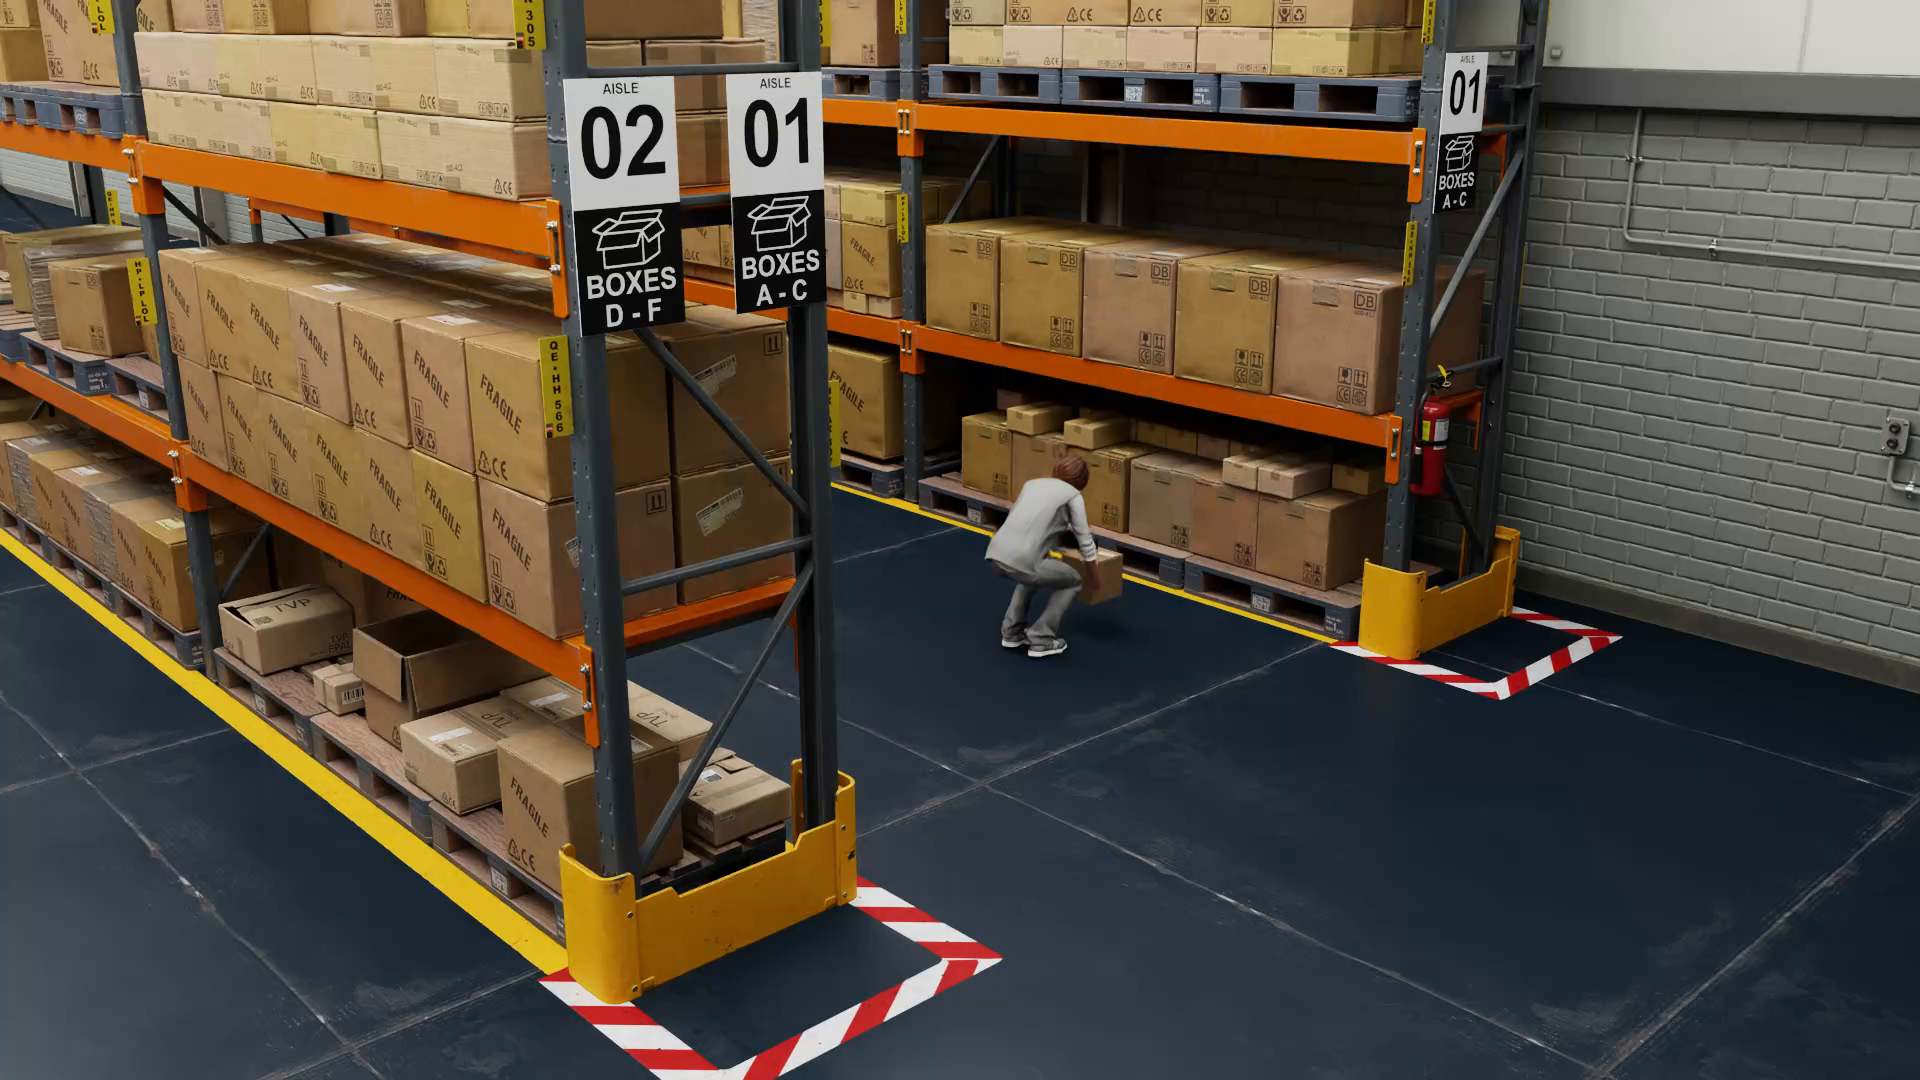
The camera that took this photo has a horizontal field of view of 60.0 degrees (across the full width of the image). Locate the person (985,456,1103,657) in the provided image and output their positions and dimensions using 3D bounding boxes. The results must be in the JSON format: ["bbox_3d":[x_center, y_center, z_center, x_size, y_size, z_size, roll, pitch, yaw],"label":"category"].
[{"bbox_3d":[0.445,0.098,9.208,0.757,1.025,0.457,-16,24,-41],"label":"person"}]
